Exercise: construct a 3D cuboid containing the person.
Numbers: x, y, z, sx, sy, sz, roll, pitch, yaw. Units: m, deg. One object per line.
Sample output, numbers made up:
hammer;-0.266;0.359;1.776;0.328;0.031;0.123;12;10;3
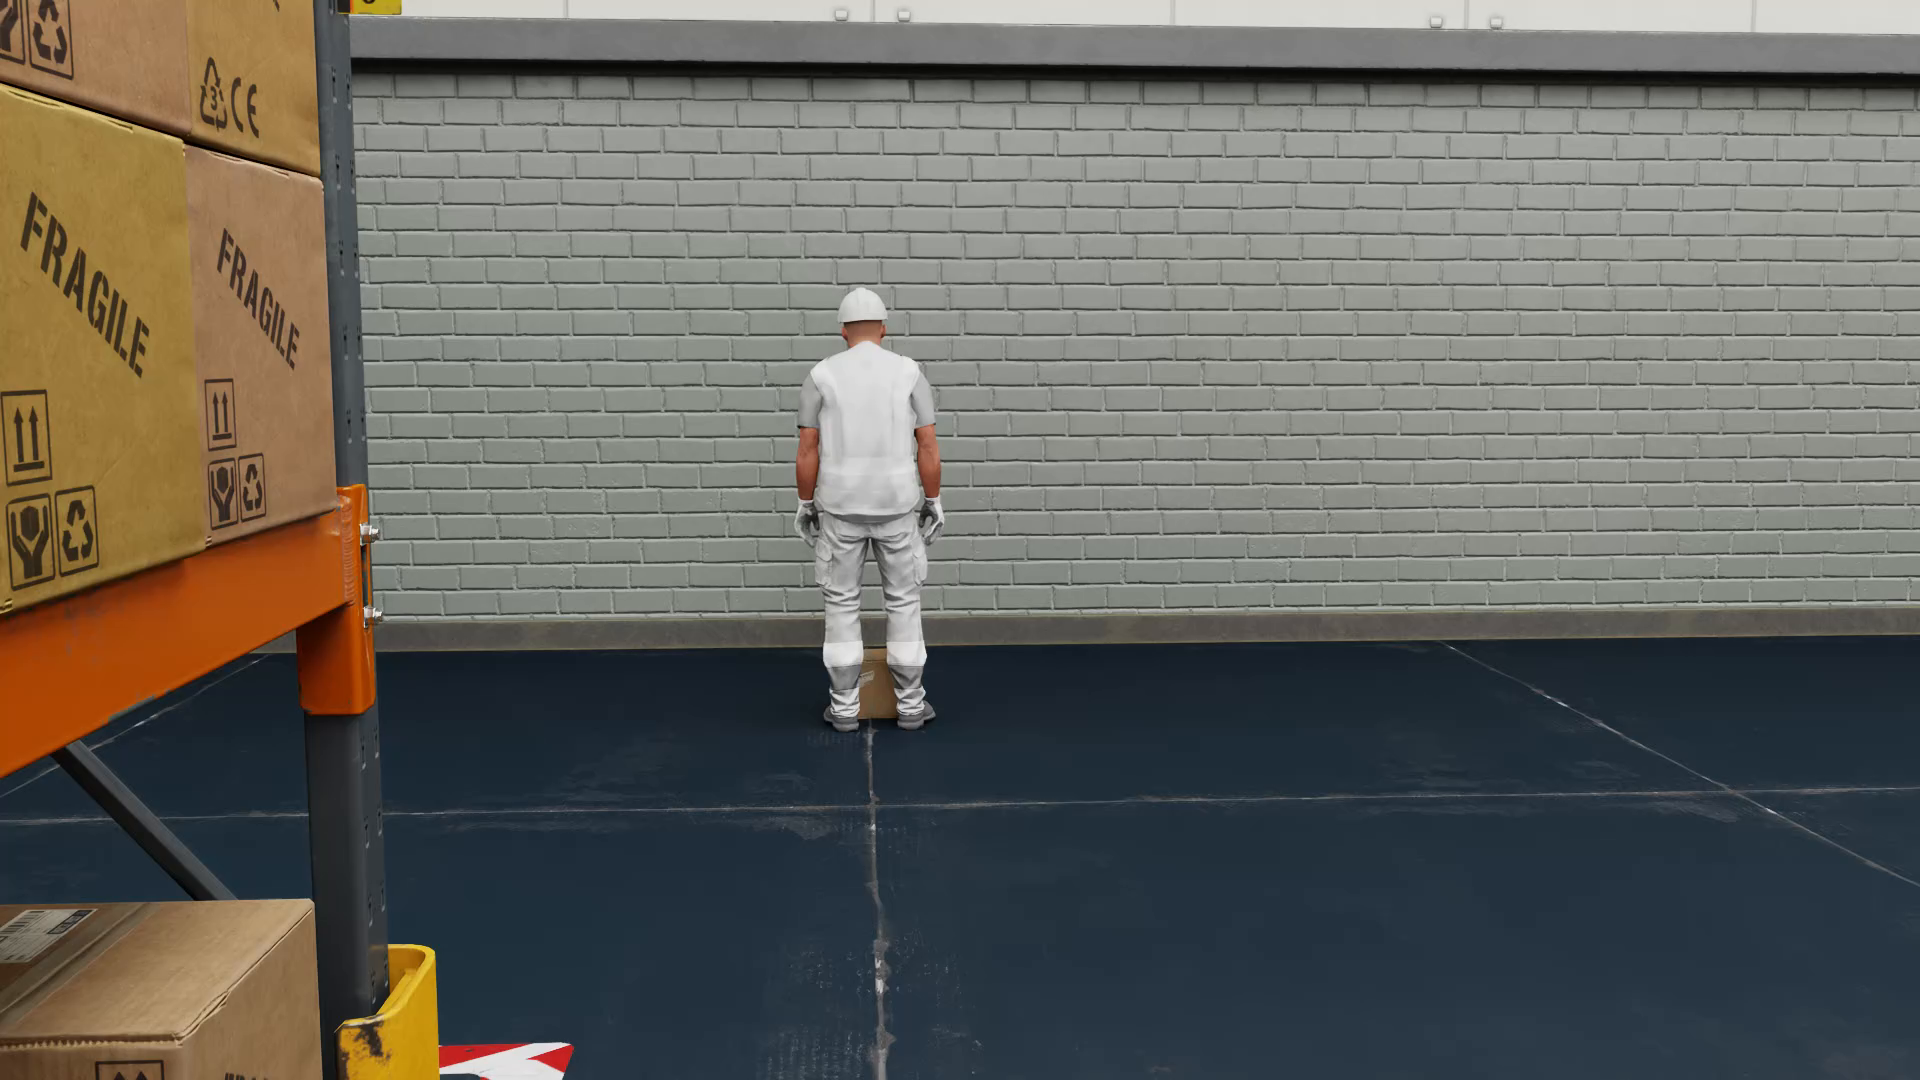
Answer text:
person;-0.364;-0.123;6.719;0.605;1.778;0.453;0;7;-4
